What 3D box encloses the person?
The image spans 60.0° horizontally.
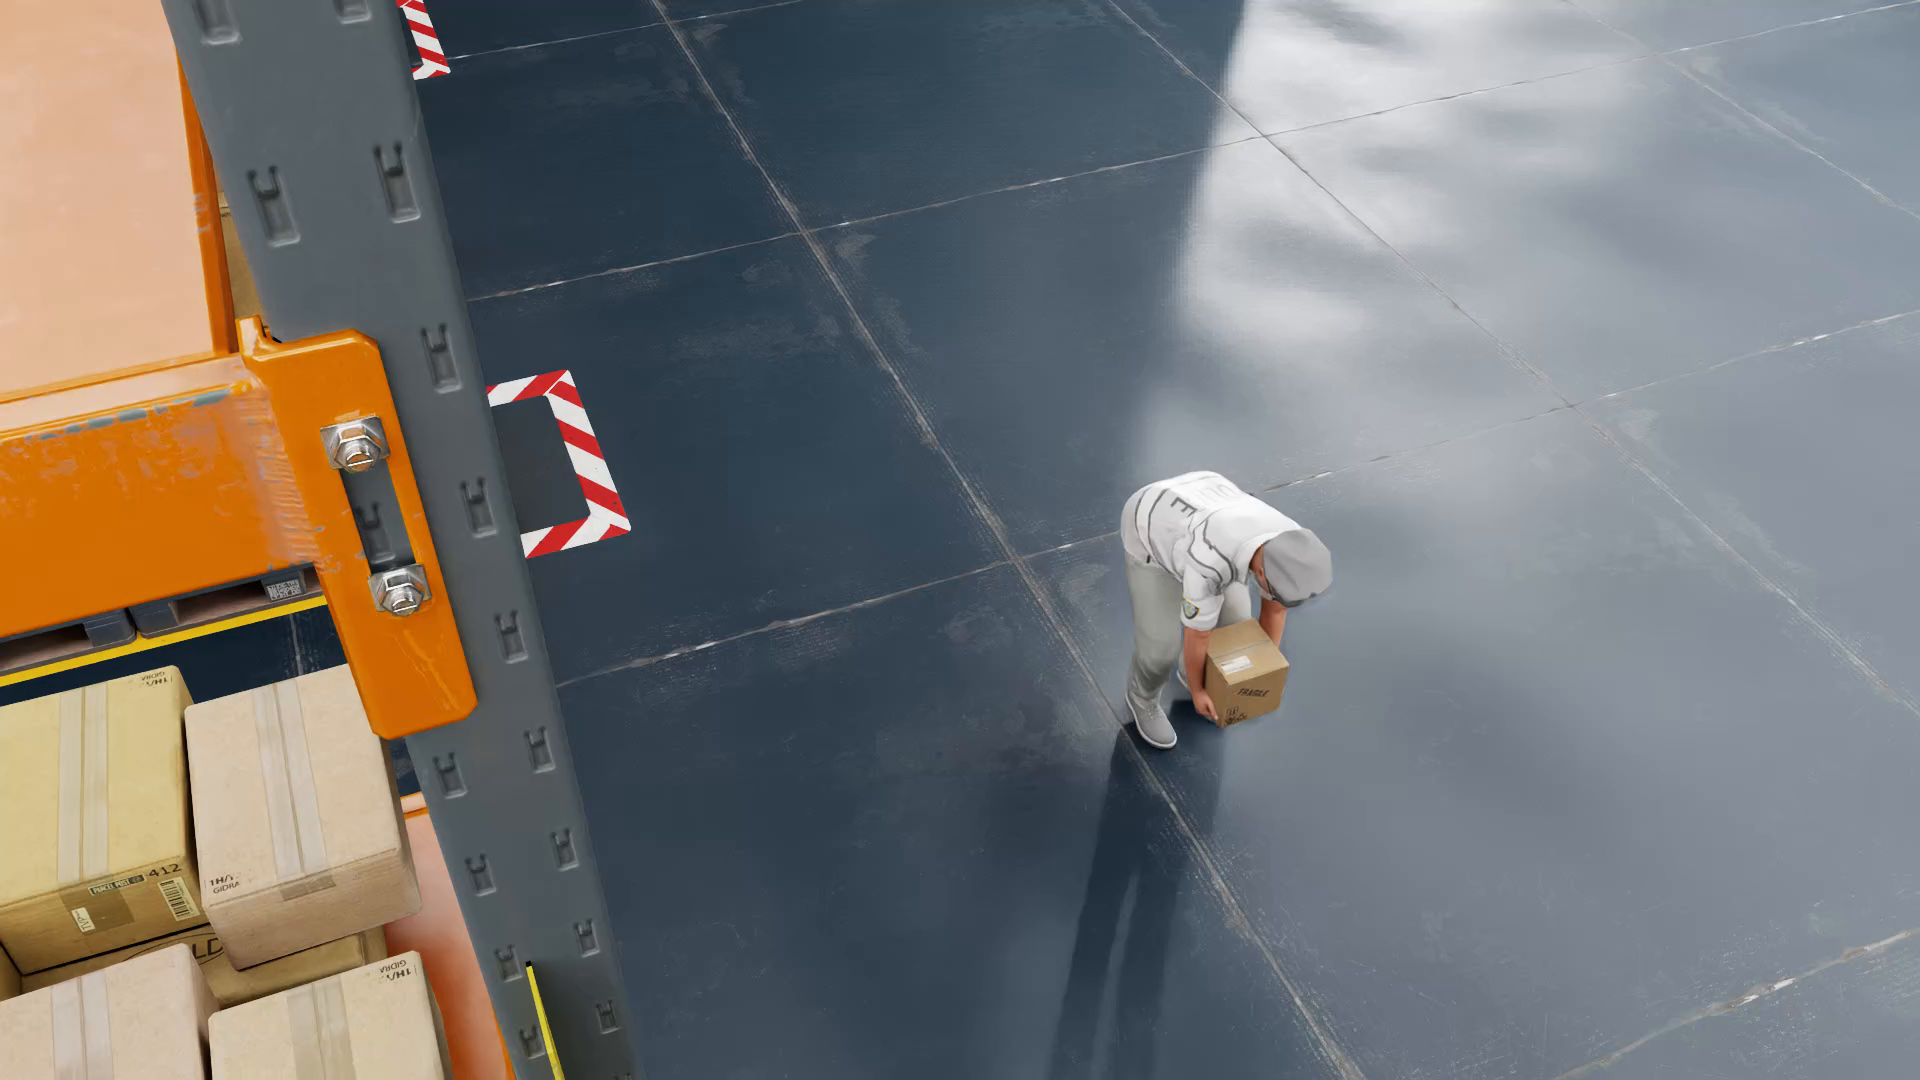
[{"bbox_3d":[0.947,0.296,6.133,0.487,1.341,0.987,-17,44,-18],"label":"person"}]
